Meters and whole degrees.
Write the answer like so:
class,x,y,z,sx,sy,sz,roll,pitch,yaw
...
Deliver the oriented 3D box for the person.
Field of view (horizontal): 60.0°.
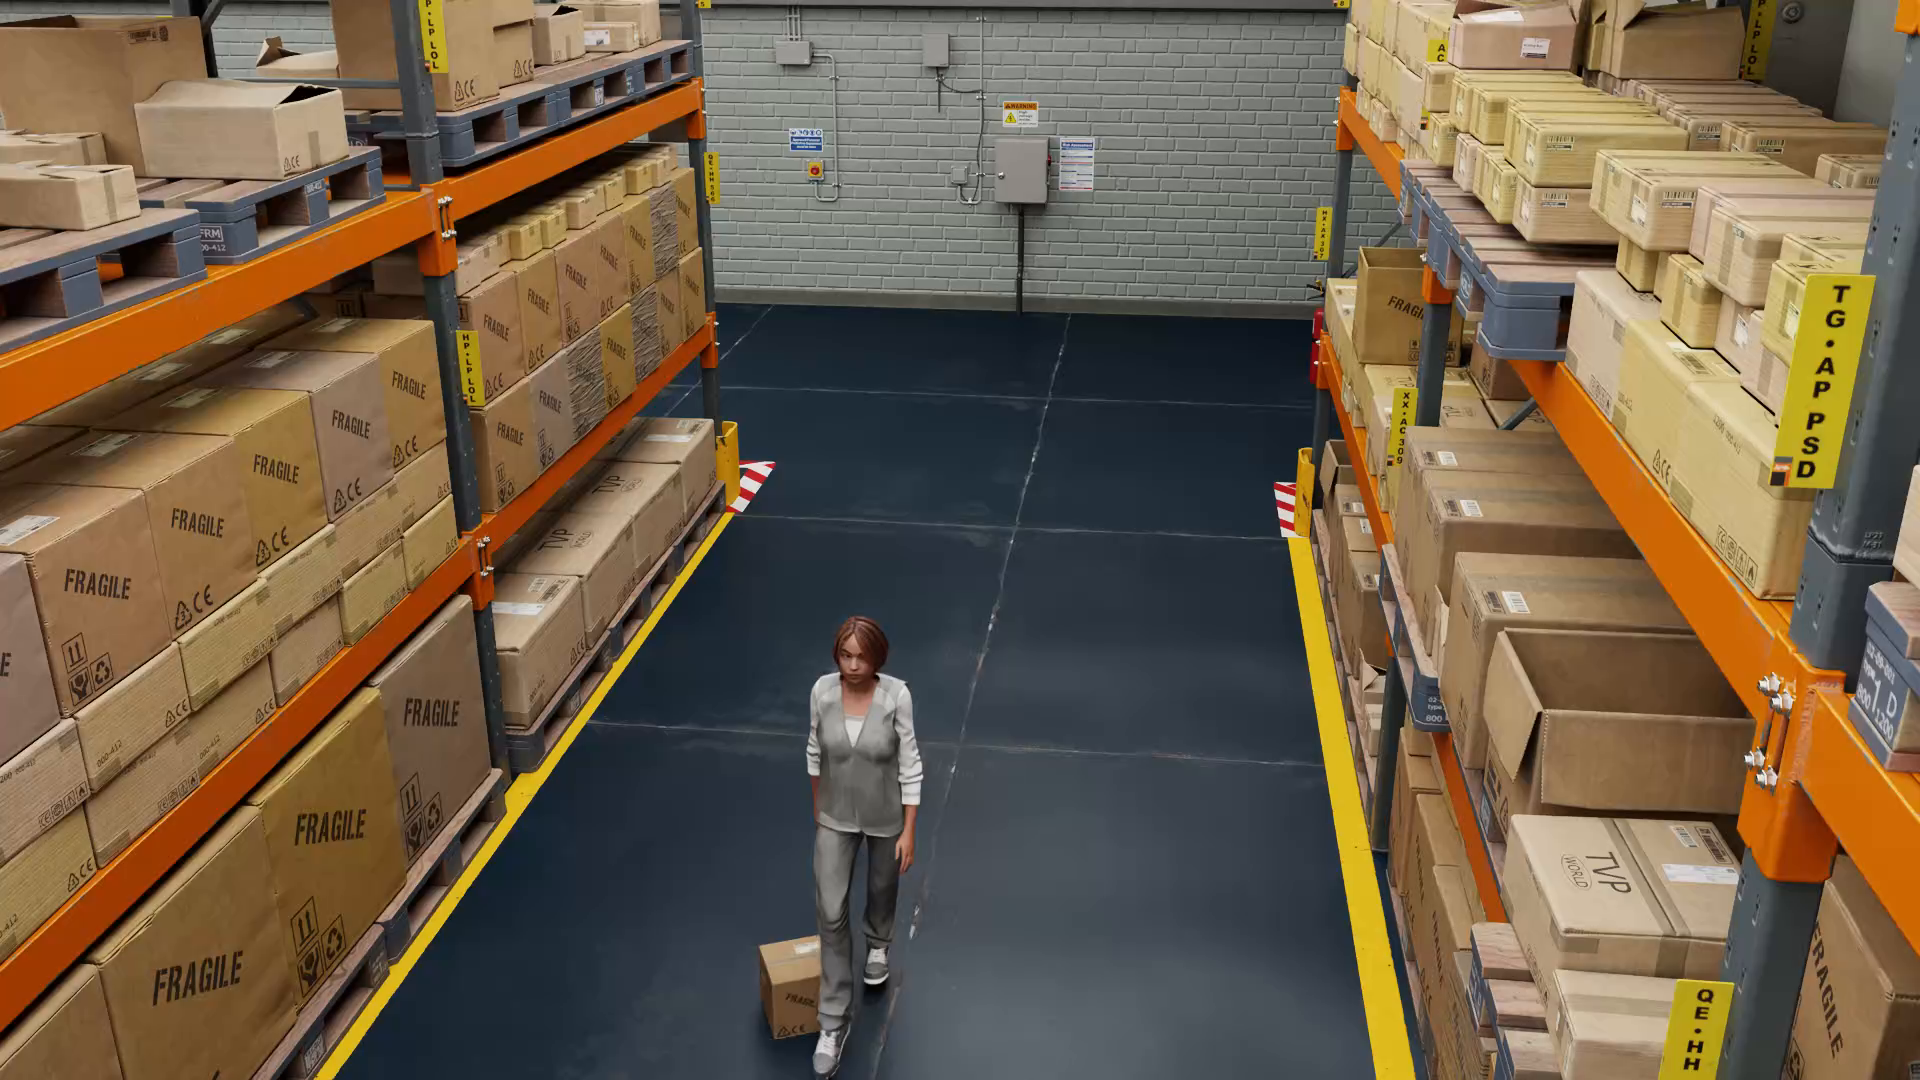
class,x,y,z,sx,sy,sz,roll,pitch,yaw
person,-0.342,1.050,5.968,0.427,1.602,0.755,0,21,1
